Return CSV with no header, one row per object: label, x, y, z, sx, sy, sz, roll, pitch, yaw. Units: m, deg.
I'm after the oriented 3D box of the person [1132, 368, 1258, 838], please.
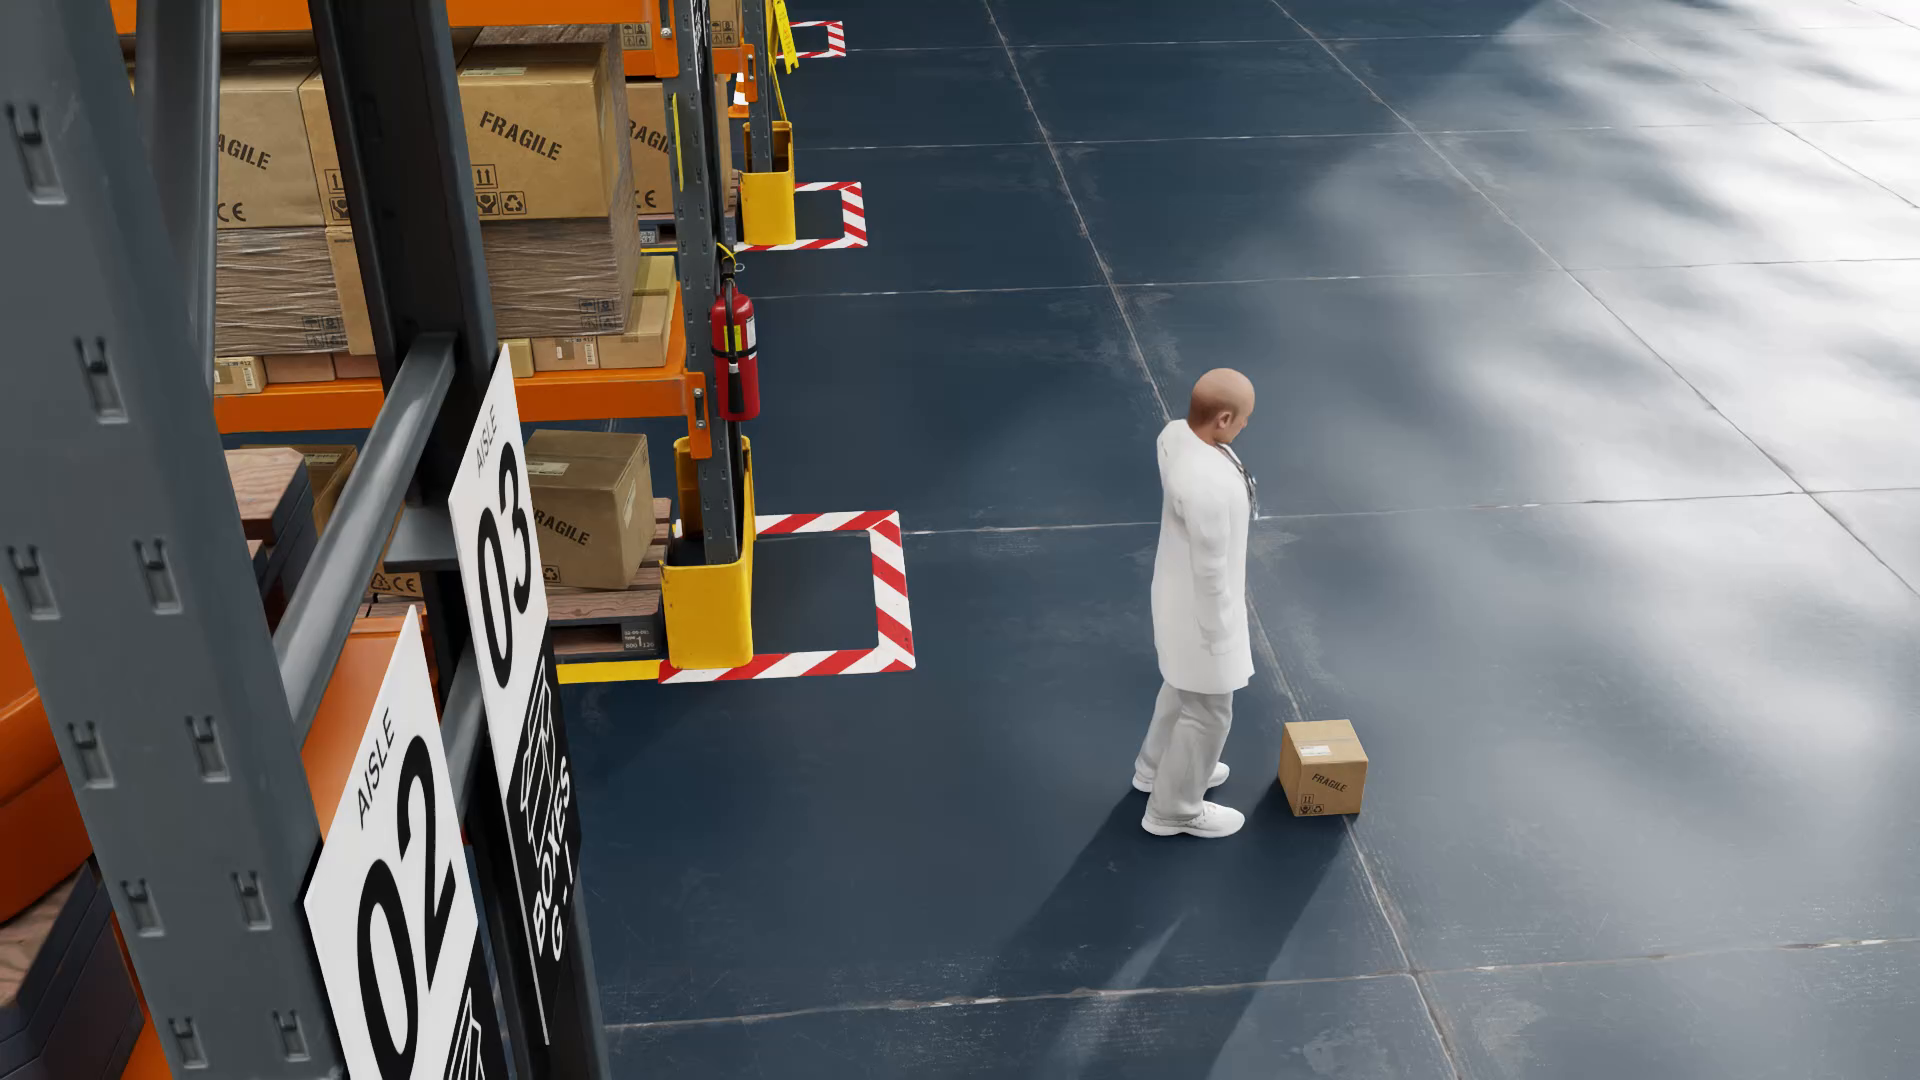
person,0.844,0.300,5.849,0.381,1.576,0.565,-2,31,-4
